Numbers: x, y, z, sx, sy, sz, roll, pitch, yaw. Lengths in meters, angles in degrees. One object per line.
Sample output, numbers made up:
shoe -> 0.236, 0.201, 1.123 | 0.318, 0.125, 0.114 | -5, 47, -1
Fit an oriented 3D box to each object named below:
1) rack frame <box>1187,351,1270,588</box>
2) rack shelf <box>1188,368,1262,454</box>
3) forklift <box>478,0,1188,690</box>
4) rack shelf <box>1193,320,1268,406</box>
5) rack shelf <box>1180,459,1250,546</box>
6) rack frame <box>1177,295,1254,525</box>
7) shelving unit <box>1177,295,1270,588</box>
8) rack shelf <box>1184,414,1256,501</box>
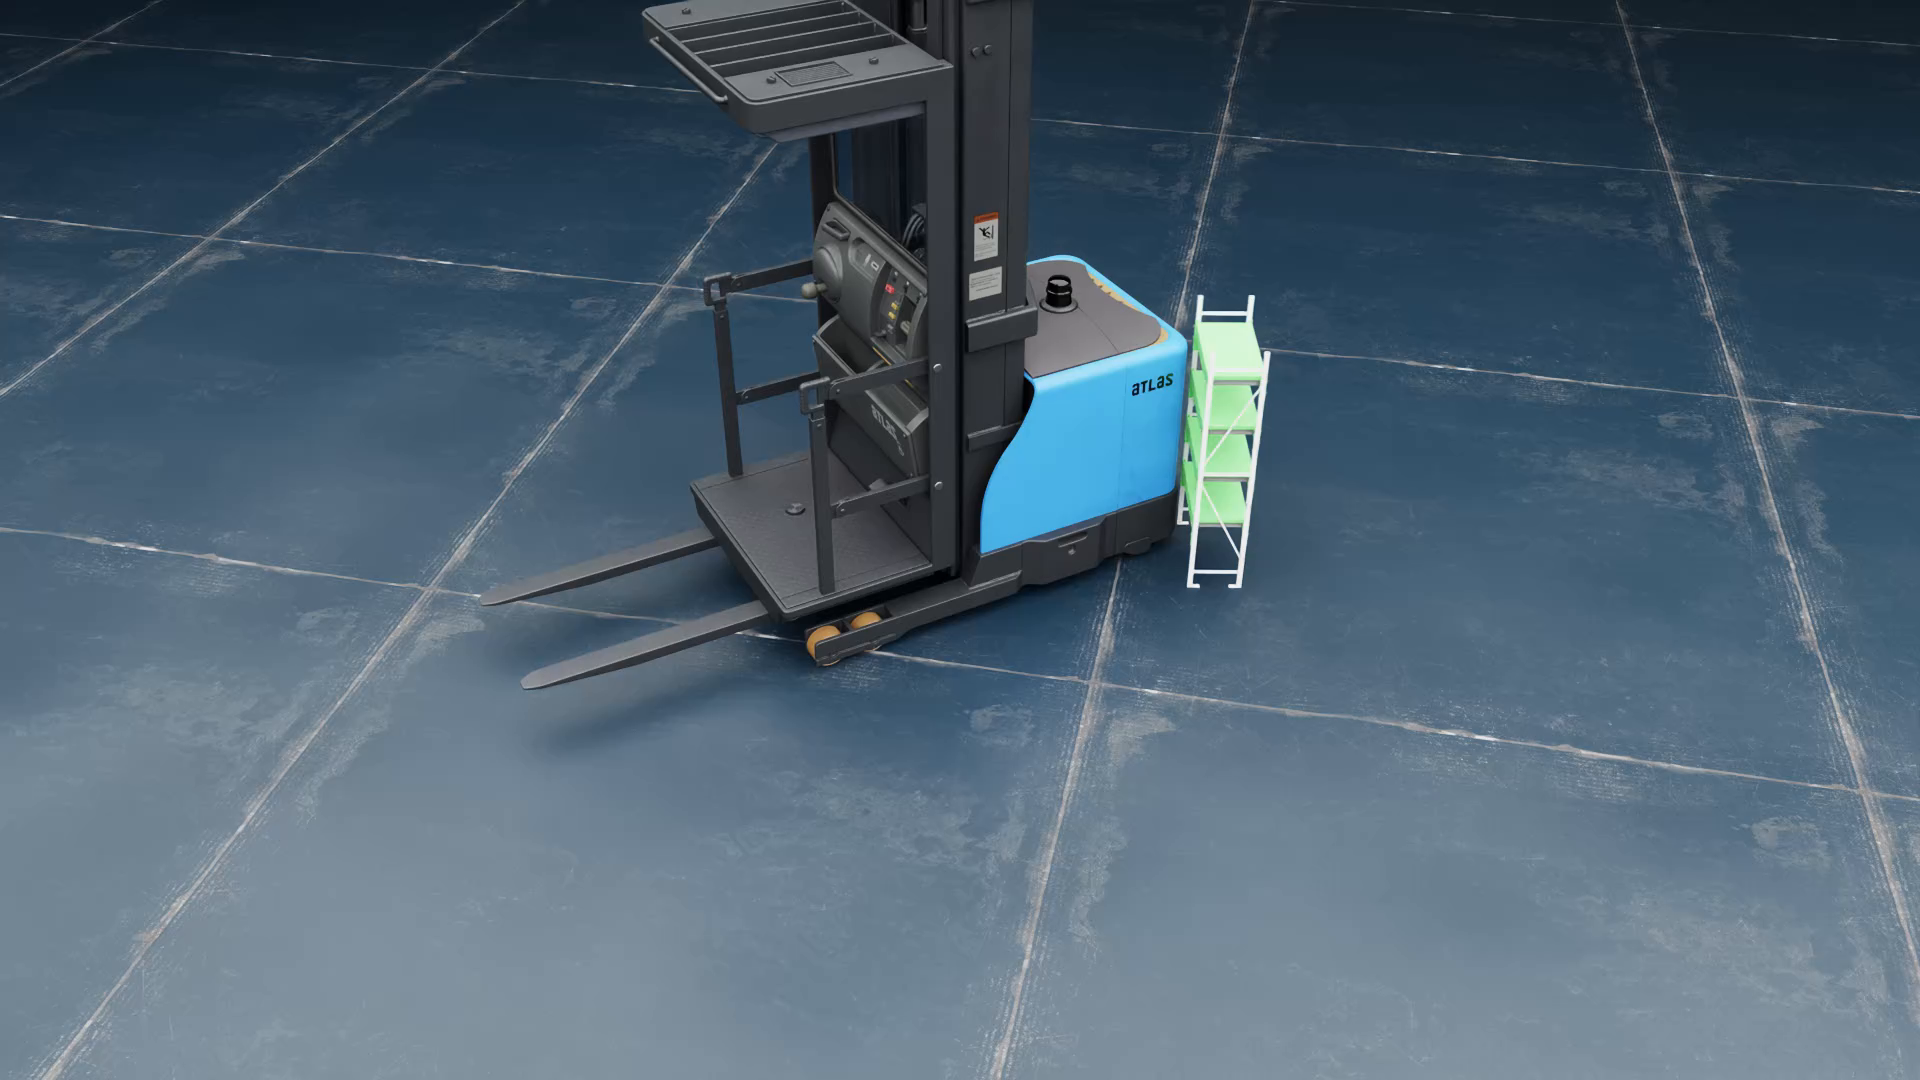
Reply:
rack frame -> 1.139, -0.276, 7.109 | 0.240, 1.200, 0.015 | 0, 36, 1
rack shelf -> 1.142, -0.562, 7.203 | 0.258, 0.148, 0.480 | 0, 36, 1
forklift -> -0.549, -1.012, 6.649 | 3.031, 2.935, 1.130 | -18, 39, -23
rack shelf -> 1.142, -0.756, 7.062 | 0.258, 0.148, 0.480 | 0, 36, 1
rack shelf -> 1.142, -0.173, 7.485 | 0.258, 0.148, 0.480 | 0, 36, 1
rack frame -> 1.145, -0.563, 7.504 | 0.240, 1.200, 0.015 | 0, 36, 1
shelving unit -> 1.142, -0.420, 7.306 | 0.258, 1.200, 0.503 | 0, 36, 1
rack shelf -> 1.142, -0.368, 7.344 | 0.258, 0.148, 0.480 | 0, 36, 1
